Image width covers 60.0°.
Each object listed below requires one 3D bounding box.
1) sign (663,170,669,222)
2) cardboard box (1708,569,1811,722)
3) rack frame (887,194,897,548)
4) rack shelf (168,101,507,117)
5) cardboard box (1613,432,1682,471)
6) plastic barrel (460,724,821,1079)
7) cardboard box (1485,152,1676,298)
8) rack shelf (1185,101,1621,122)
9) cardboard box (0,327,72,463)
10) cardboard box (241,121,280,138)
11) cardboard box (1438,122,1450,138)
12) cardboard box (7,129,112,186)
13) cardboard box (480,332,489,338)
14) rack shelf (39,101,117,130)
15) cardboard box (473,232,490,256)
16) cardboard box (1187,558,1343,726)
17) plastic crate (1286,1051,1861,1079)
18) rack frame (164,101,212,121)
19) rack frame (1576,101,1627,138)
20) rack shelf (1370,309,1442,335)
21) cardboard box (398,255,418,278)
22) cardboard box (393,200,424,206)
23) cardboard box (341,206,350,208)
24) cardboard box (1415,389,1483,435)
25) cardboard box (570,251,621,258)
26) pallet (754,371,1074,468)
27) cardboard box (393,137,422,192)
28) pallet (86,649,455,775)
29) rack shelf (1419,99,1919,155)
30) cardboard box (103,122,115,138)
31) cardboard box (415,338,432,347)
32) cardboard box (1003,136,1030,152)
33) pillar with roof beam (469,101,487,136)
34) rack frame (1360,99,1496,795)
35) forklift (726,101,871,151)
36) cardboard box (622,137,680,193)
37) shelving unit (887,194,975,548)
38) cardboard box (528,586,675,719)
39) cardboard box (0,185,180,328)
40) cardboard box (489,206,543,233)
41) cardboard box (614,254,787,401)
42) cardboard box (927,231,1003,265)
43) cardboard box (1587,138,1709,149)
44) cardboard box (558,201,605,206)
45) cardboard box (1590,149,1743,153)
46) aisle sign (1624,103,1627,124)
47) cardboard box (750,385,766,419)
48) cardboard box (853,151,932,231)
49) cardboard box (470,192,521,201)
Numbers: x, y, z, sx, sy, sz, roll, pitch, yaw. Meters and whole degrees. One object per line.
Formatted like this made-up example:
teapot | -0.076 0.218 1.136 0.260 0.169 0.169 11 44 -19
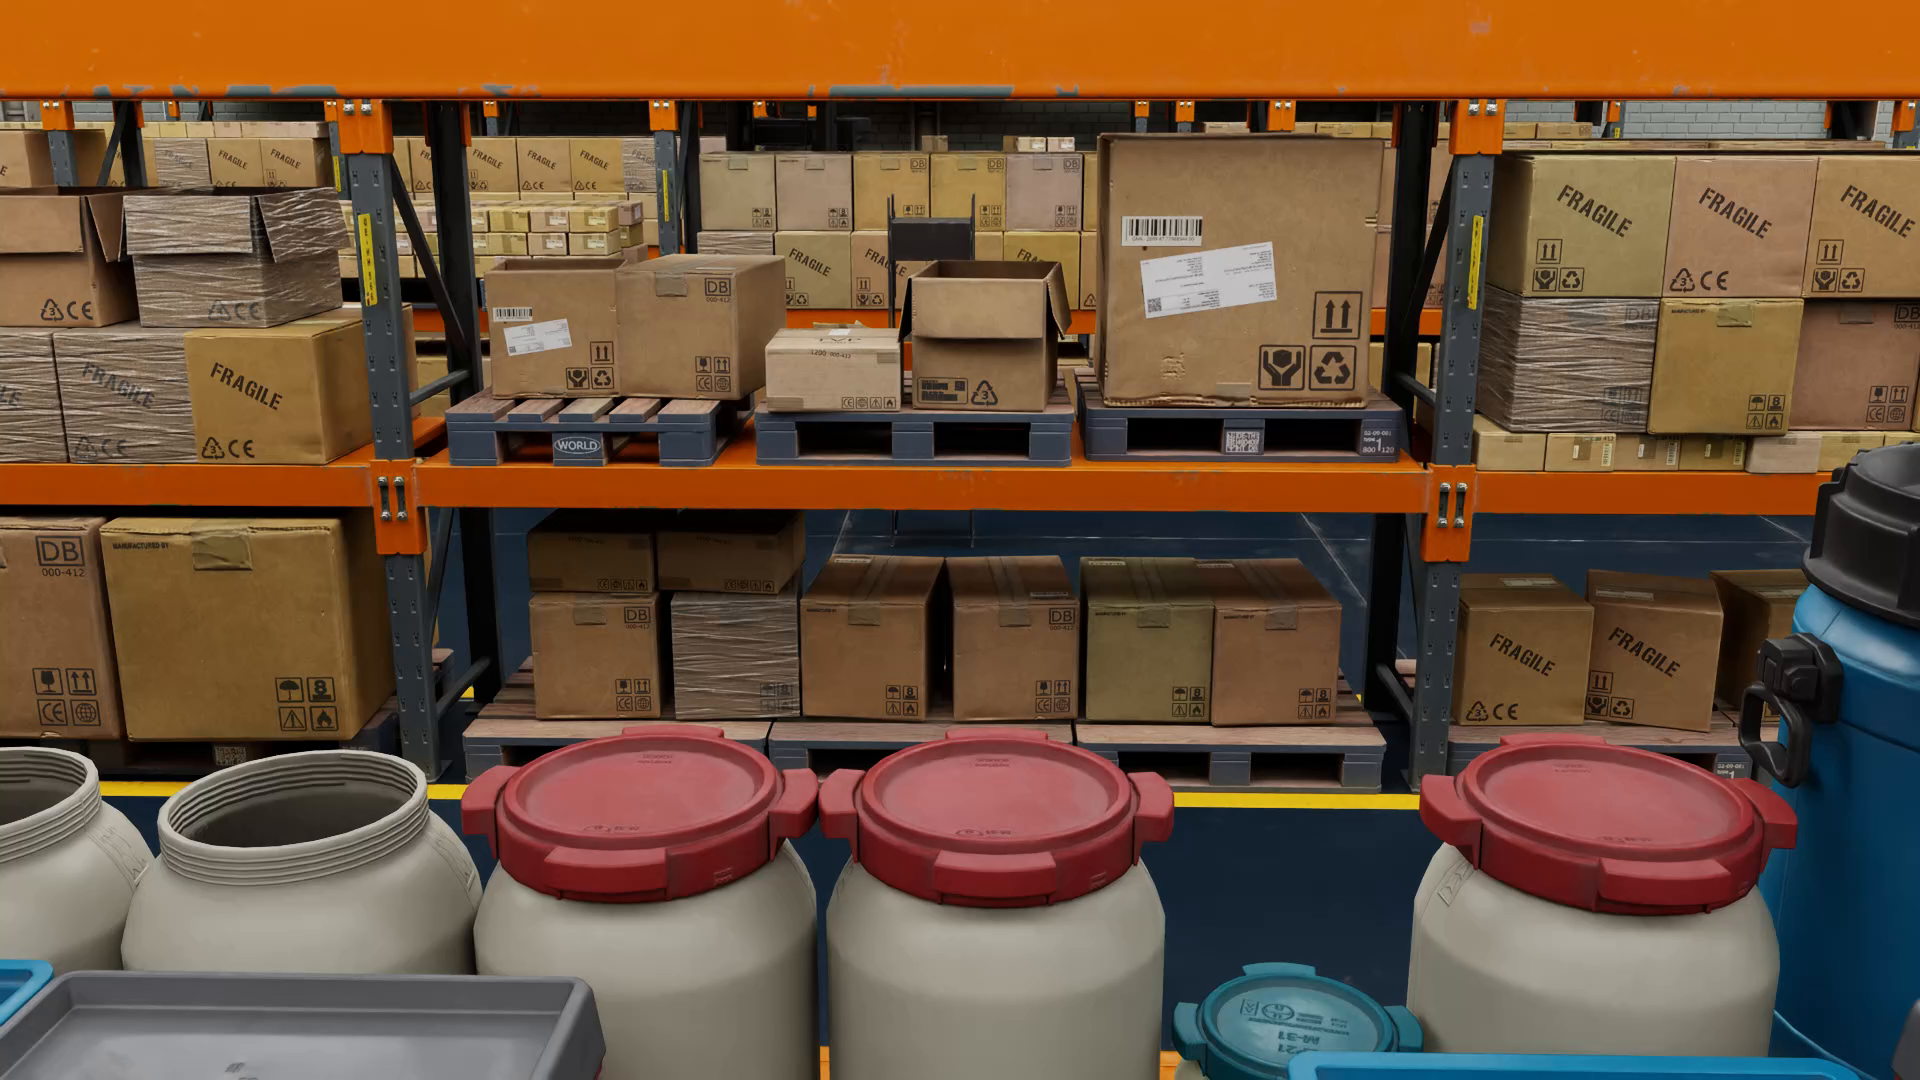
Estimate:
sign | -1.921 -2.248 10.867 0.005 0.325 0.100 0 15 1
cardboard box | 3.449 0.429 6.910 0.500 0.500 0.500 -1 15 -4
rack frame | -0.409 -1.018 10.082 0.015 2.100 0.400 0 15 1
rack shelf | -7.766 -5.536 20.972 4.000 0.370 1.077 0 15 1
cardboard box | 2.562 -0.376 6.377 0.250 0.149 0.380 0 15 1
plastic barrel | -0.389 0.553 2.099 0.433 0.535 0.433 0 15 0
cardboard box | 2.298 -1.183 6.204 0.500 0.500 0.500 0 15 1
rack shelf | 4.107 -4.192 15.878 4.000 0.370 1.077 0 15 1
cardboard box | -3.661 -0.597 6.526 0.500 0.500 0.500 0 15 0
cardboard box | -6.716 -3.954 16.020 0.250 0.149 0.380 0 15 1
cardboard box | 4.572 -3.682 15.676 0.500 0.500 0.700 0 15 1
cardboard box | -6.360 -2.632 11.697 0.500 0.500 0.500 1 15 3
cardboard box | -4.365 -2.342 16.680 0.875 0.875 0.875 1 15 3
rack shelf | -7.915 -3.007 11.387 4.000 0.370 1.077 0 15 1
cardboard box | -3.202 -1.982 11.058 0.250 0.149 0.380 0 15 2
cardboard box | 1.241 0.411 6.938 0.500 0.500 0.700 -1 15 -3
plastic crate | 0.617 0.768 1.580 0.575 0.384 0.392 0 15 1
rack frame | -9.766 -4.446 21.312 0.127 3.000 1.000 0 15 1
rack frame | 6.106 -3.076 16.119 0.127 3.000 1.000 0 15 1
rack shelf | 4.081 -1.478 11.473 4.000 0.370 1.077 0 15 1
cardboard box | -3.704 -1.843 11.113 0.250 0.149 0.380 1 15 3
cardboard box | -3.937 -2.298 11.672 0.250 0.149 0.380 0 15 1
cardboard box | -4.241 -2.133 11.046 0.250 0.149 0.380 1 15 4
cardboard box | 2.077 -0.527 6.950 0.250 0.149 0.380 0 15 1
cardboard box | -2.421 -1.833 11.076 0.250 0.149 0.380 1 15 2
pallet | -0.164 -0.506 6.753 1.213 0.211 1.003 0 15 1
cardboard box | -5.457 -3.610 15.987 0.500 0.500 0.500 1 15 2
pallet | -2.930 0.723 7.186 1.213 0.211 1.003 0 15 1
rack shelf | 3.854 -1.664 6.299 4.000 0.370 1.077 0 15 1
cardboard box | -7.991 -3.932 15.936 0.250 0.149 0.380 0 15 0
cardboard box | -4.122 -1.301 11.999 0.500 0.250 0.500 0 15 -1
cardboard box | 0.558 -3.885 16.312 0.250 0.149 0.380 1 15 5
pillar with roof beam | -6.550 -6.457 17.176 0.400 9.000 9.100 0 15 1
rack frame | 1.854 -0.575 6.639 0.127 3.000 1.000 0 15 1
forklift | -1.369 -2.569 14.333 1.130 2.935 3.031 2 15 9
cardboard box | -2.928 -3.598 15.941 0.500 0.500 0.500 1 15 2
shelving unit | -0.165 -1.016 10.076 0.503 2.100 0.431 0 15 1
cardboard box | -1.474 0.394 7.004 0.500 0.500 0.700 0 15 -2
cardboard box | -3.526 -1.148 6.650 0.637 0.503 0.797 1 15 3
cardboard box | -2.931 -2.125 11.016 0.250 0.149 0.380 1 15 3
cardboard box | -1.043 -0.881 6.780 0.500 0.500 0.700 3 15 10
cardboard box | 0.036 -1.832 11.208 0.500 0.500 0.500 0 15 1
cardboard box | 4.602 -2.438 11.292 0.550 0.550 0.875 0 15 1
cardboard box | -2.642 -2.288 11.635 0.250 0.149 0.380 0 15 0
cardboard box | 2.811 -1.315 6.705 0.500 0.500 0.500 0 15 1
aisle sign | 6.161 -4.259 15.506 0.004 0.787 0.394 0 15 1
cardboard box | -1.310 -0.954 11.661 0.750 0.750 1.050 0 15 1
cardboard box | -0.449 -2.386 11.347 0.500 0.500 0.700 0 15 1
cardboard box | -4.431 -3.242 16.064 0.500 0.250 0.500 1 15 2
